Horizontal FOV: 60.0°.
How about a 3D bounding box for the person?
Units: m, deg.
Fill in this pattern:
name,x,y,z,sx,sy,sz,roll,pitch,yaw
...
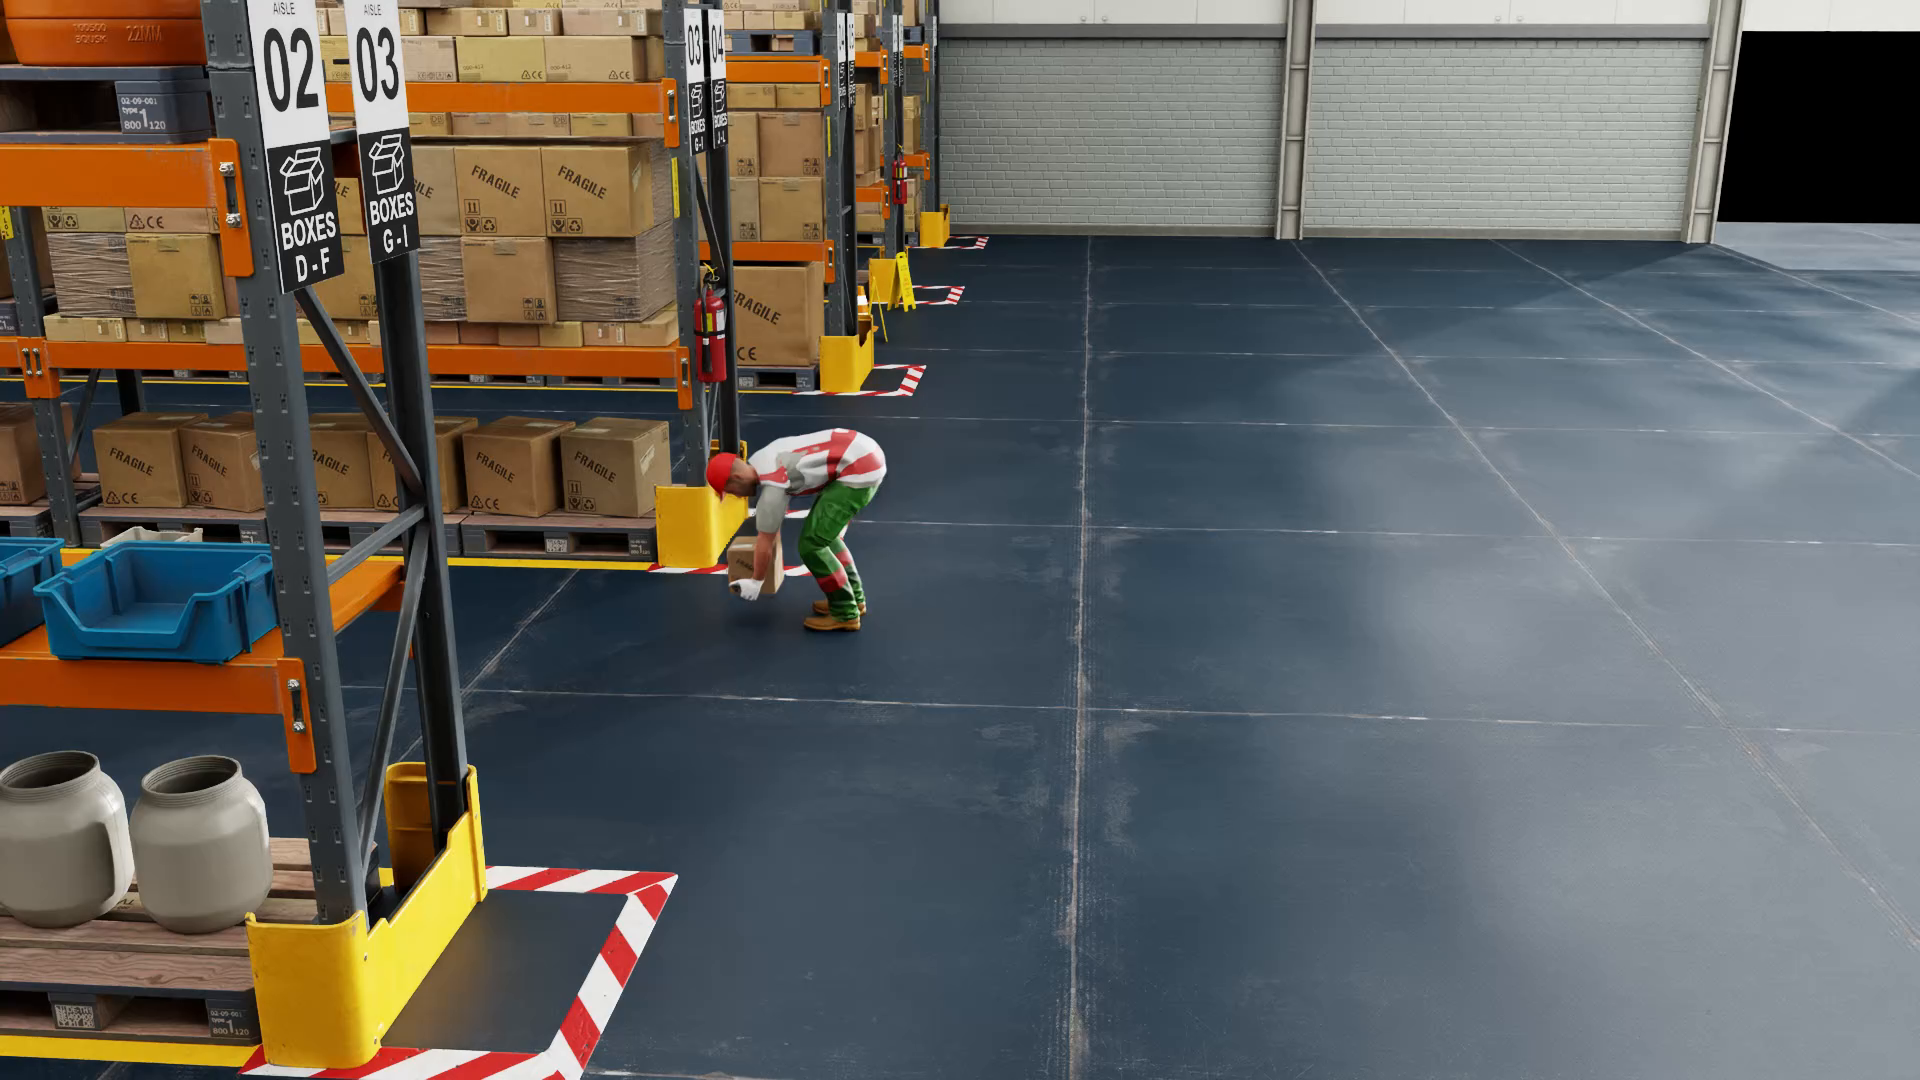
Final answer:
name,x,y,z,sx,sy,sz,roll,pitch,yaw
person,-0.871,-0.068,8.939,0.962,1.060,0.517,0,17,2
